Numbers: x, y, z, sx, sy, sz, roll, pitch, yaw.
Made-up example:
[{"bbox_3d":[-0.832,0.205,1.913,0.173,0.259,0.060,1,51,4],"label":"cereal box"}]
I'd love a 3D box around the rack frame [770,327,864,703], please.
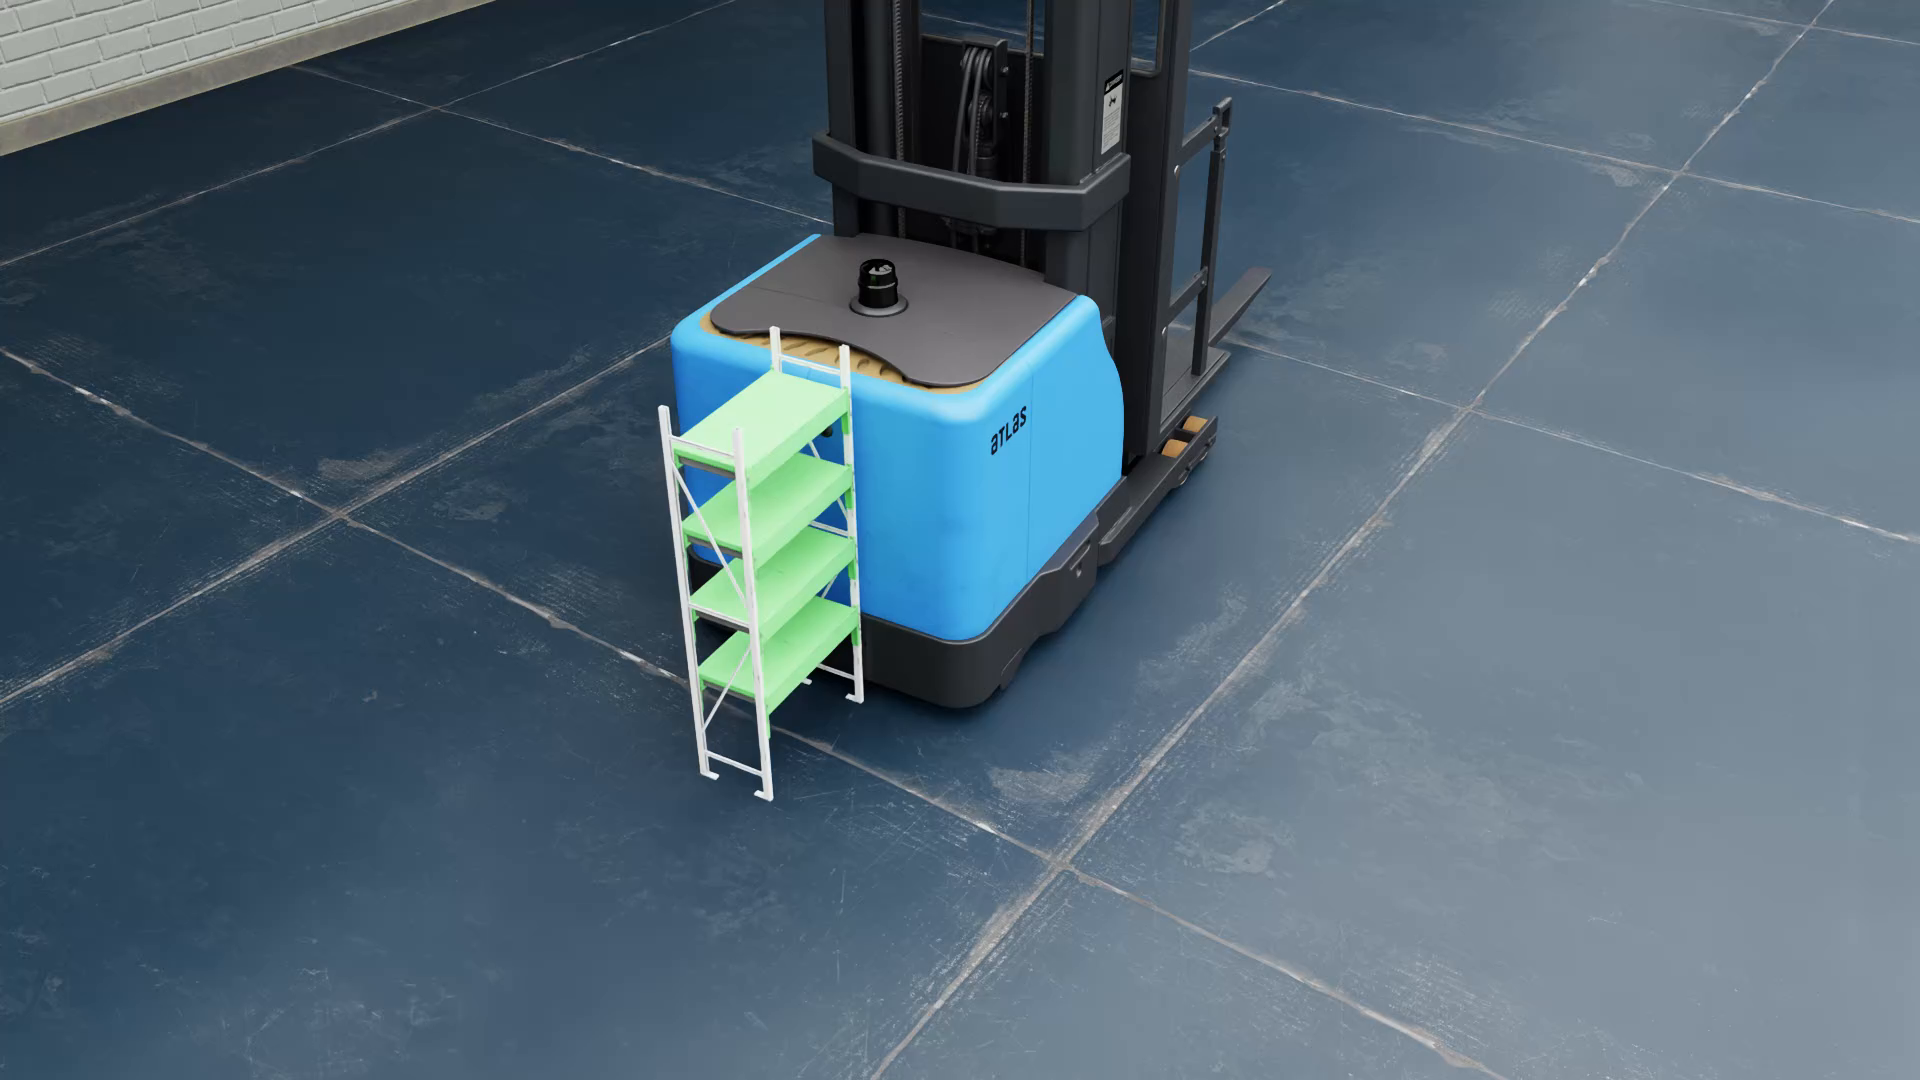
[{"bbox_3d":[-0.400,-0.039,4.737,0.240,1.200,0.015,17,38,23],"label":"rack frame"}]

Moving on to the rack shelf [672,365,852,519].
[{"bbox_3d":[-0.517,-0.264,4.326,0.258,0.148,0.480,17,38,23],"label":"rack shelf"}]

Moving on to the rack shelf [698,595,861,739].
[{"bbox_3d":[-0.517,0.332,4.730,0.258,0.148,0.480,17,38,23],"label":"rack shelf"}]

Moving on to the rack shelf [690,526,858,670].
[{"bbox_3d":[-0.517,0.134,4.595,0.258,0.148,0.480,17,38,23],"label":"rack shelf"}]

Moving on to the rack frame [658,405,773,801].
[{"bbox_3d":[-0.634,0.201,4.382,0.240,1.200,0.015,17,38,23],"label":"rack frame"}]

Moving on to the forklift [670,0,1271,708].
[{"bbox_3d":[0.301,-1.523,5.385,1.130,2.935,3.031,17,38,23],"label":"forklift"}]

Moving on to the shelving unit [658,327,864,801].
[{"bbox_3d":[-0.517,0.081,4.559,0.258,1.200,0.503,17,38,23],"label":"shelving unit"}]

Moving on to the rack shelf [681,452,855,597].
[{"bbox_3d":[-0.517,-0.065,4.461,0.258,0.148,0.480,17,38,23],"label":"rack shelf"}]
